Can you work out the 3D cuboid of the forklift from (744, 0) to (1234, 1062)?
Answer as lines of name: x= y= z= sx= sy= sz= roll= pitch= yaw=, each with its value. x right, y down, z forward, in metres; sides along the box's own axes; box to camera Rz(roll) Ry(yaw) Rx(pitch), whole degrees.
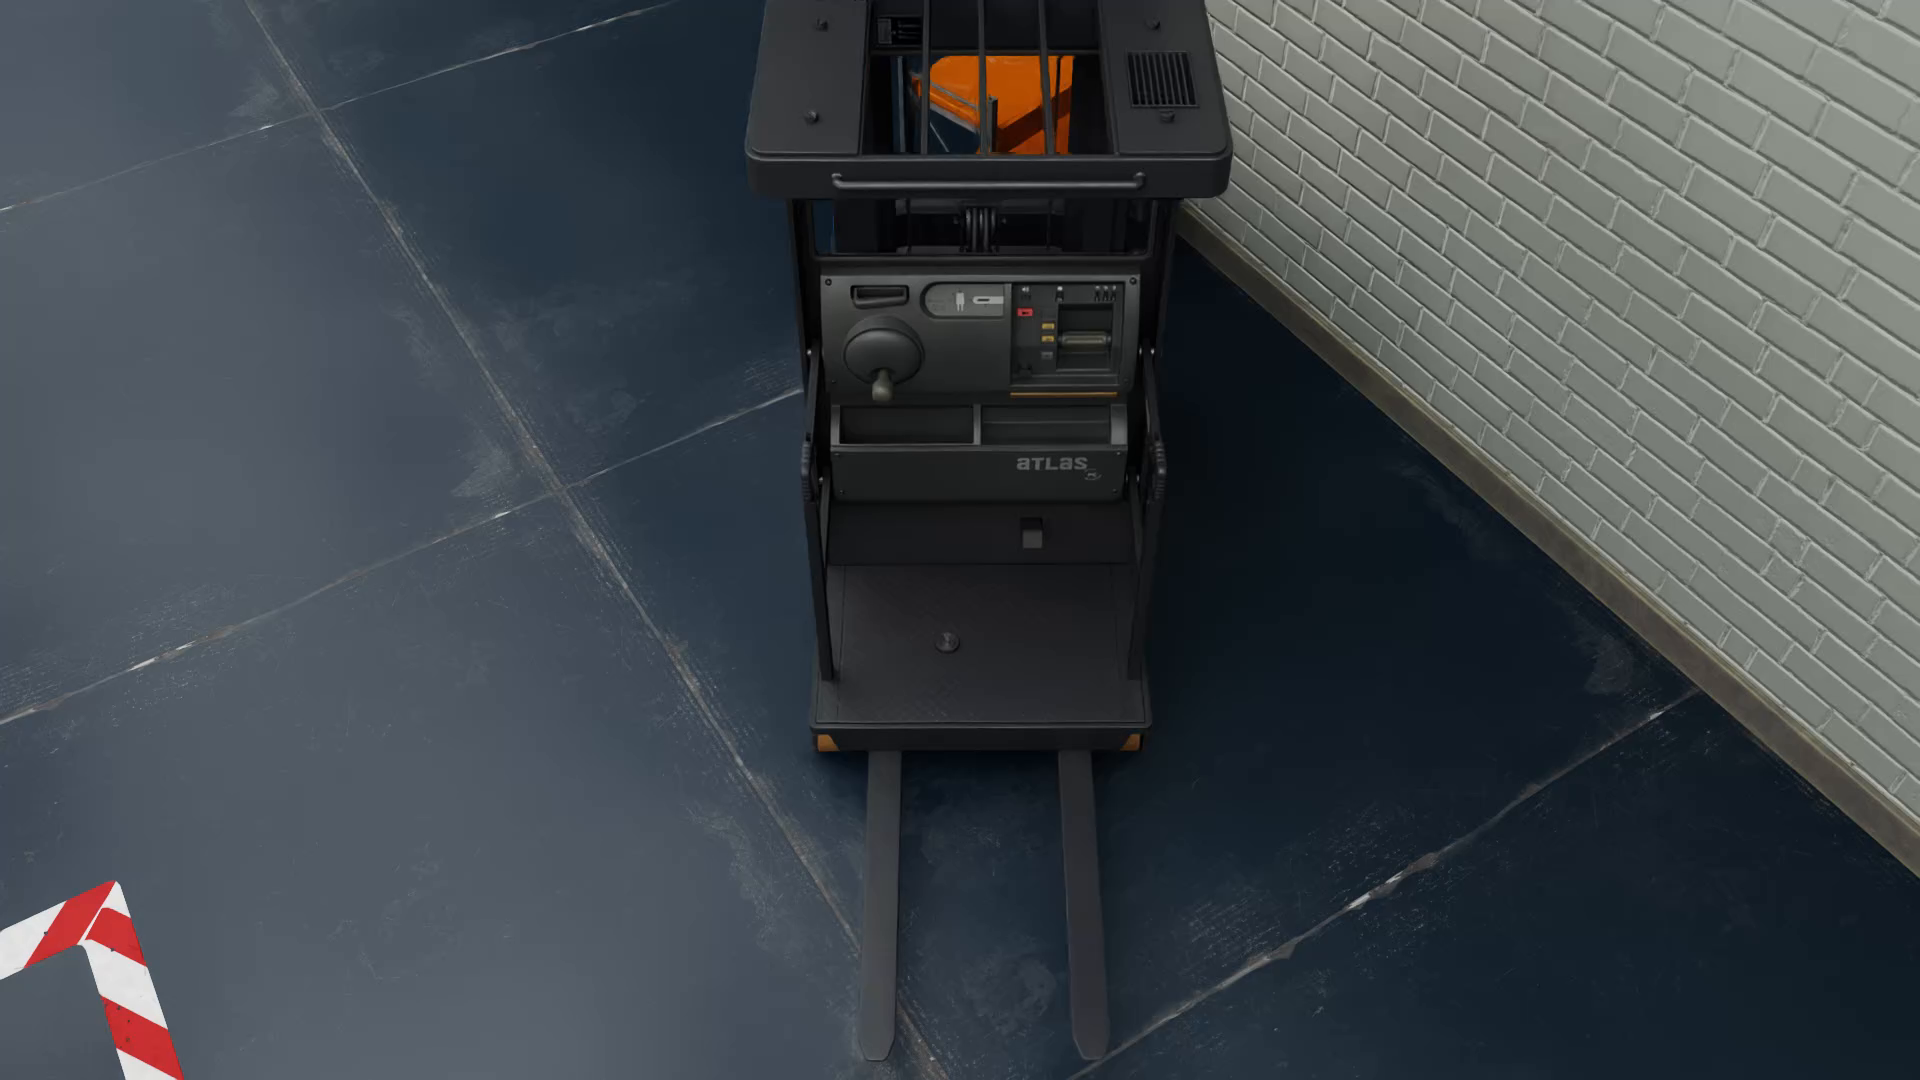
forklift: x=0.063 y=-0.501 z=4.733 sx=1.130 sy=2.935 sz=3.031 roll=0 pitch=48 yaw=0

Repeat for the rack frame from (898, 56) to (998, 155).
rack frame: x=-0.050 y=-1.399 z=6.743 sx=0.500 sy=1.125 sz=0.032 roll=35 pitch=57 yaw=27

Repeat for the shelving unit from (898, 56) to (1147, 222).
shelving unit: x=0.299 y=-1.675 z=6.989 sx=0.538 sy=1.125 sz=1.048 roll=35 pitch=57 yaw=27

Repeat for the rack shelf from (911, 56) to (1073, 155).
rack shelf: x=0.299 y=-1.870 z=6.770 sx=0.538 sy=0.278 sz=1.000 roll=35 pitch=57 yaw=27

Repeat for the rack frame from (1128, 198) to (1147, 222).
rack frame: x=0.648 y=-1.951 z=7.234 sx=0.500 sy=1.125 sz=0.032 roll=35 pitch=57 yaw=27

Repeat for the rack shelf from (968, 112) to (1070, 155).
rack shelf: x=0.299 y=-1.513 z=7.171 sx=0.538 sy=0.278 sz=1.000 roll=35 pitch=57 yaw=27
